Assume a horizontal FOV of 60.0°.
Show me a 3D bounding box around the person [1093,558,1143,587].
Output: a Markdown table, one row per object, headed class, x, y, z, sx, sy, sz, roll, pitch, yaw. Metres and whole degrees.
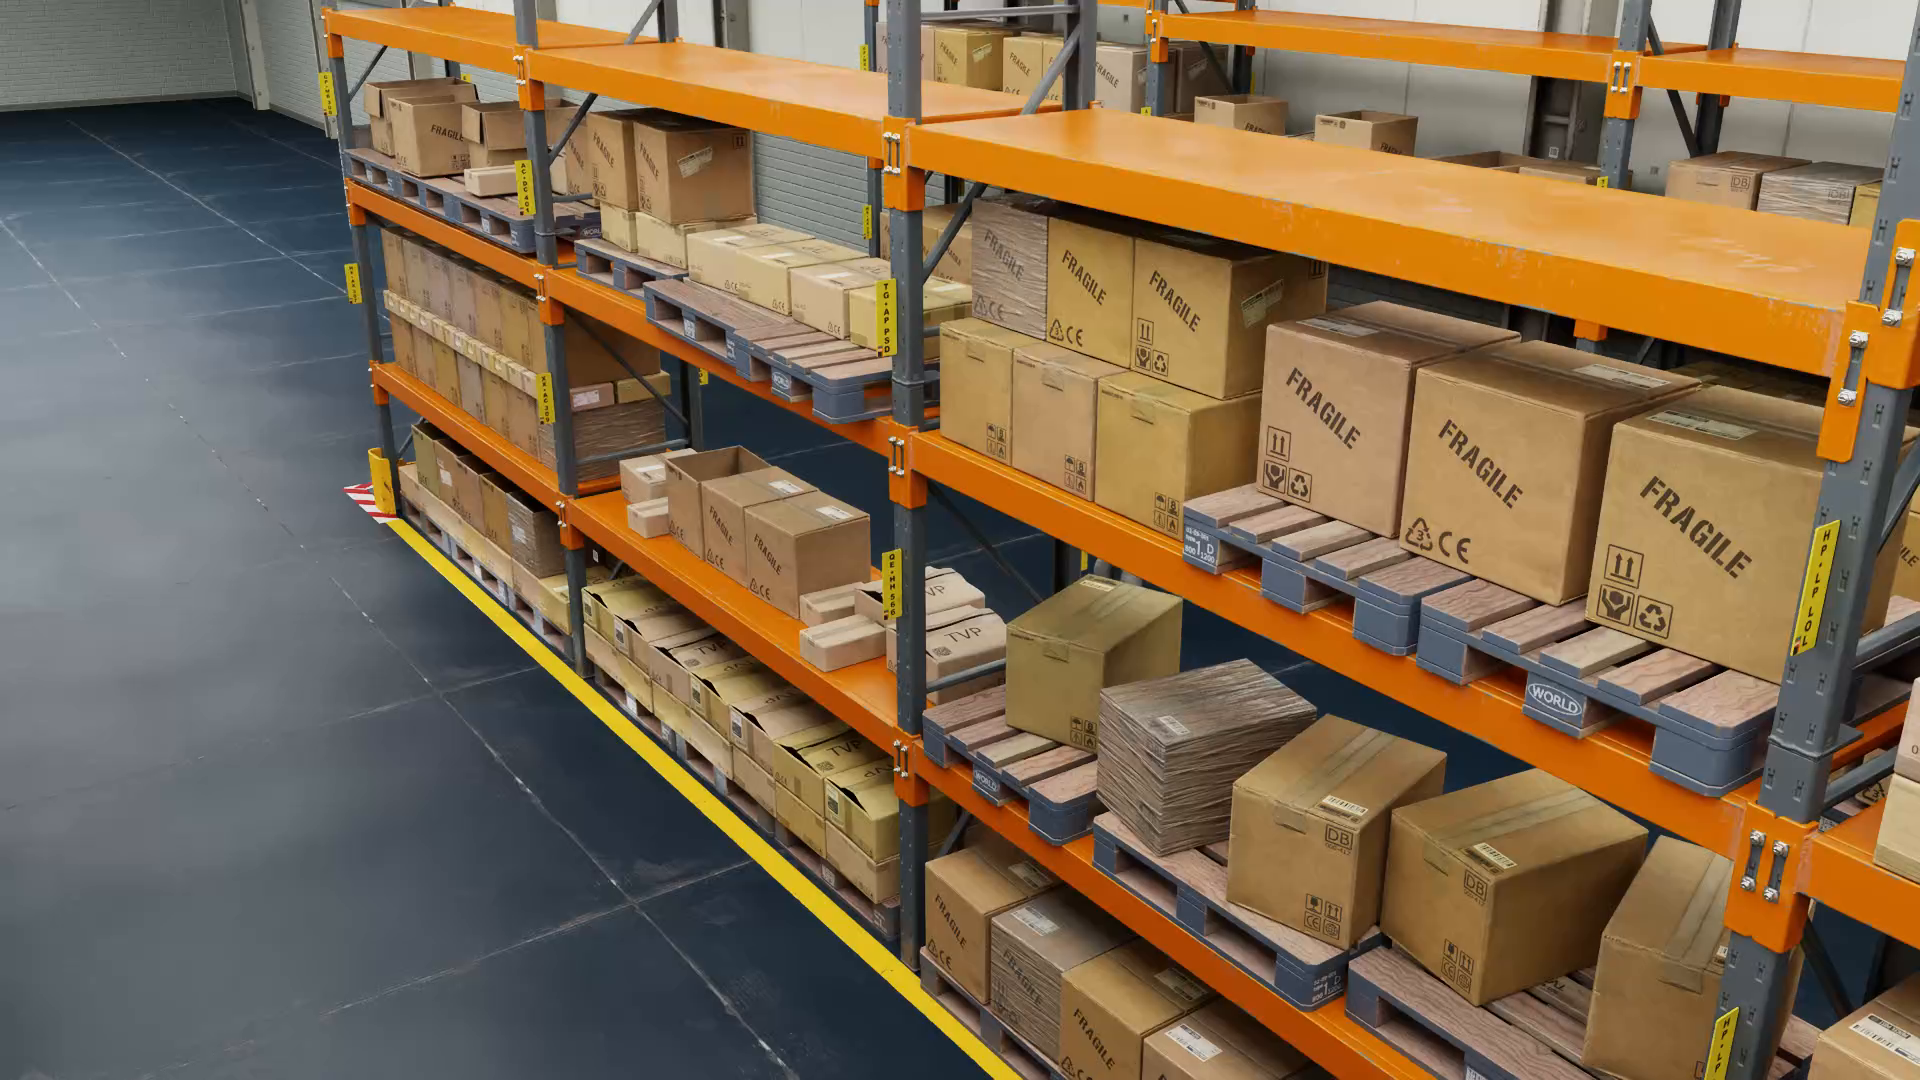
| class | x | y | z | sx | sy | sz | roll | pitch | yaw |
| --- | --- | --- | --- | --- | --- | --- | --- | --- | --- |
| person | 1.163 | -0.228 | 11.946 | 0.443 | 1.669 | 0.528 | -16 | 26 | -34 |
